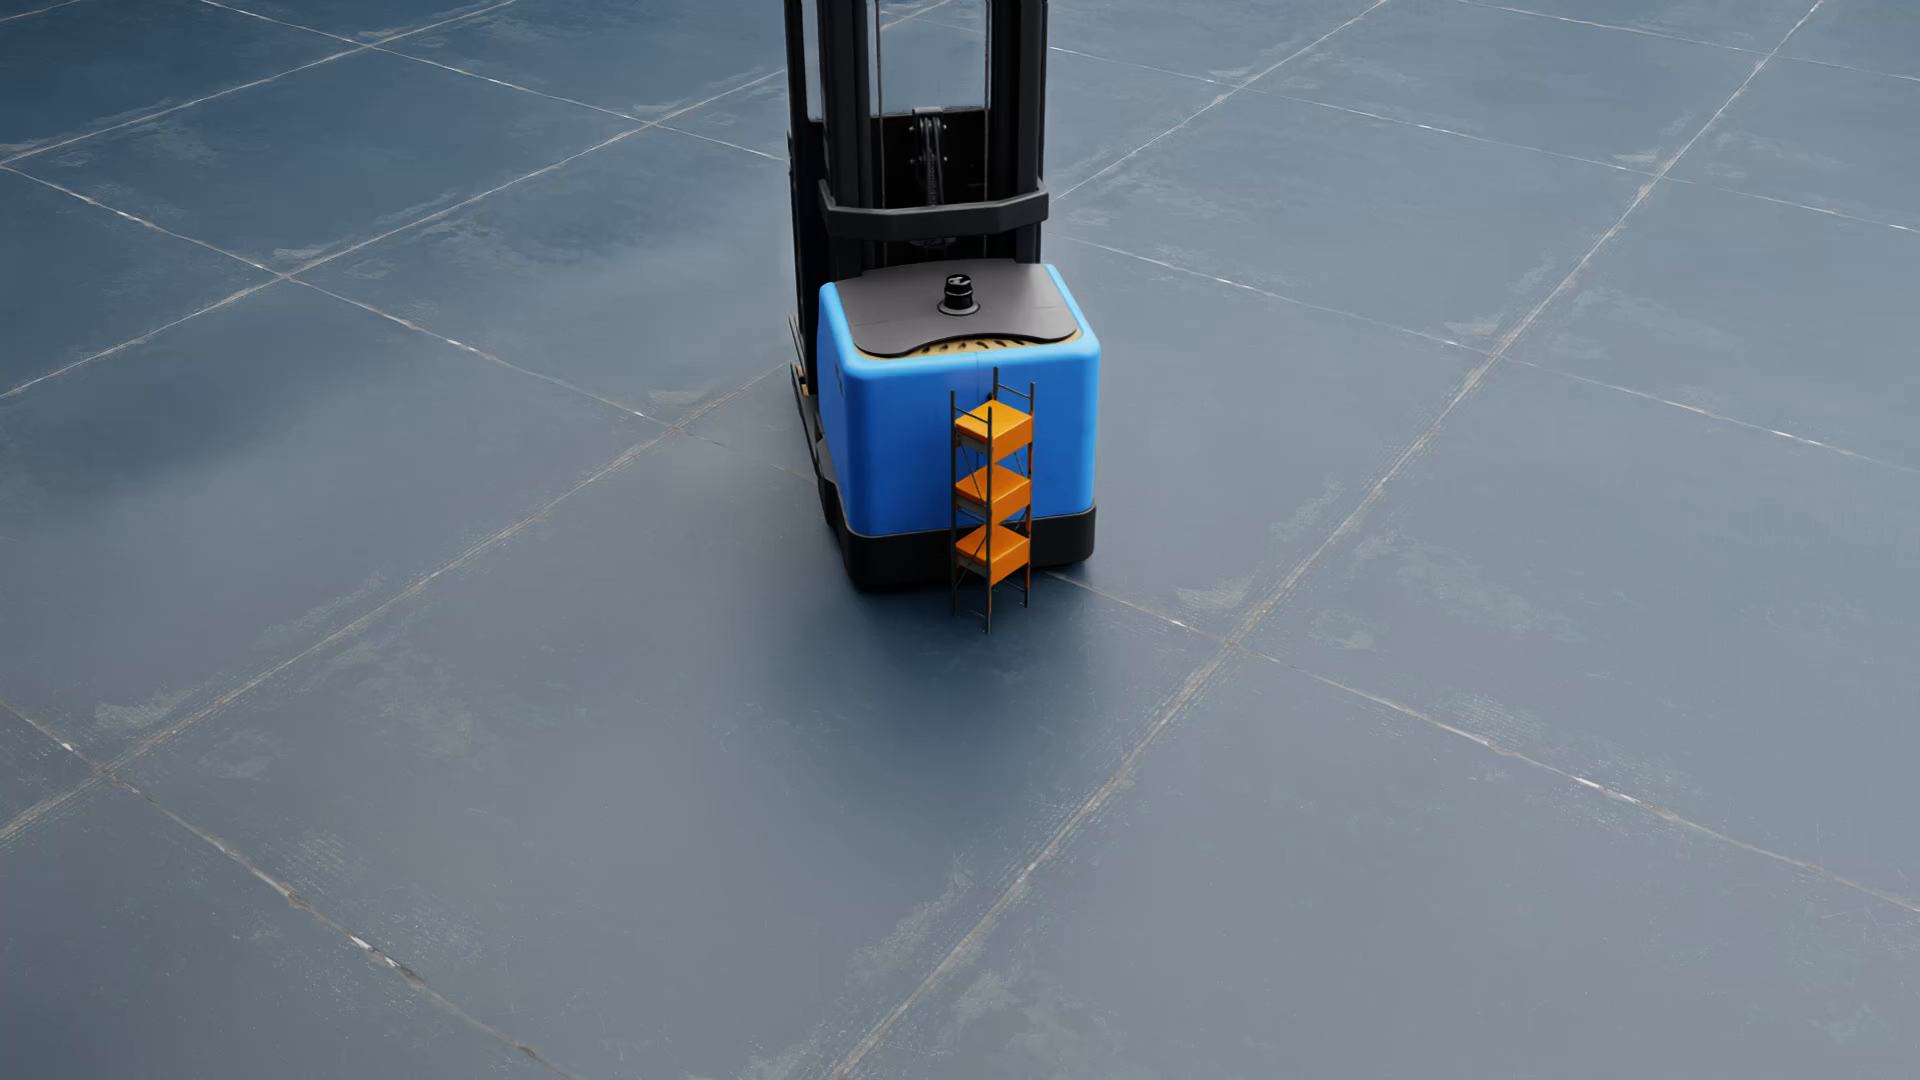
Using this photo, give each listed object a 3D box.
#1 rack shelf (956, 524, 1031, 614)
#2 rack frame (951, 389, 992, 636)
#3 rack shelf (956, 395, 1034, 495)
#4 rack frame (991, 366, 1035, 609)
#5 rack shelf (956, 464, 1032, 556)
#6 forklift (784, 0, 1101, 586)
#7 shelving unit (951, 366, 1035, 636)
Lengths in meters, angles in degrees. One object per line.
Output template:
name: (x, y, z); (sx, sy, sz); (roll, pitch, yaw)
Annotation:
rack shelf: (0.124, 0.099, 6.682); (0.215, 0.259, 0.240); (27, 42, 34)
rack frame: (0.042, -0.089, 6.445); (0.200, 1.050, 0.008); (27, 42, 34)
rack shelf: (0.124, -0.366, 6.367); (0.215, 0.259, 0.240); (27, 42, 34)
rack frame: (0.205, -0.191, 6.595); (0.200, 1.050, 0.008); (27, 42, 34)
rack shelf: (0.124, -0.131, 6.526); (0.215, 0.259, 0.240); (27, 42, 34)
forklift: (-0.227, -1.844, 7.360); (1.130, 2.935, 3.031); (-6, 35, -9)
shelving unit: (0.124, -0.140, 6.520); (0.215, 1.050, 0.252); (27, 42, 34)
